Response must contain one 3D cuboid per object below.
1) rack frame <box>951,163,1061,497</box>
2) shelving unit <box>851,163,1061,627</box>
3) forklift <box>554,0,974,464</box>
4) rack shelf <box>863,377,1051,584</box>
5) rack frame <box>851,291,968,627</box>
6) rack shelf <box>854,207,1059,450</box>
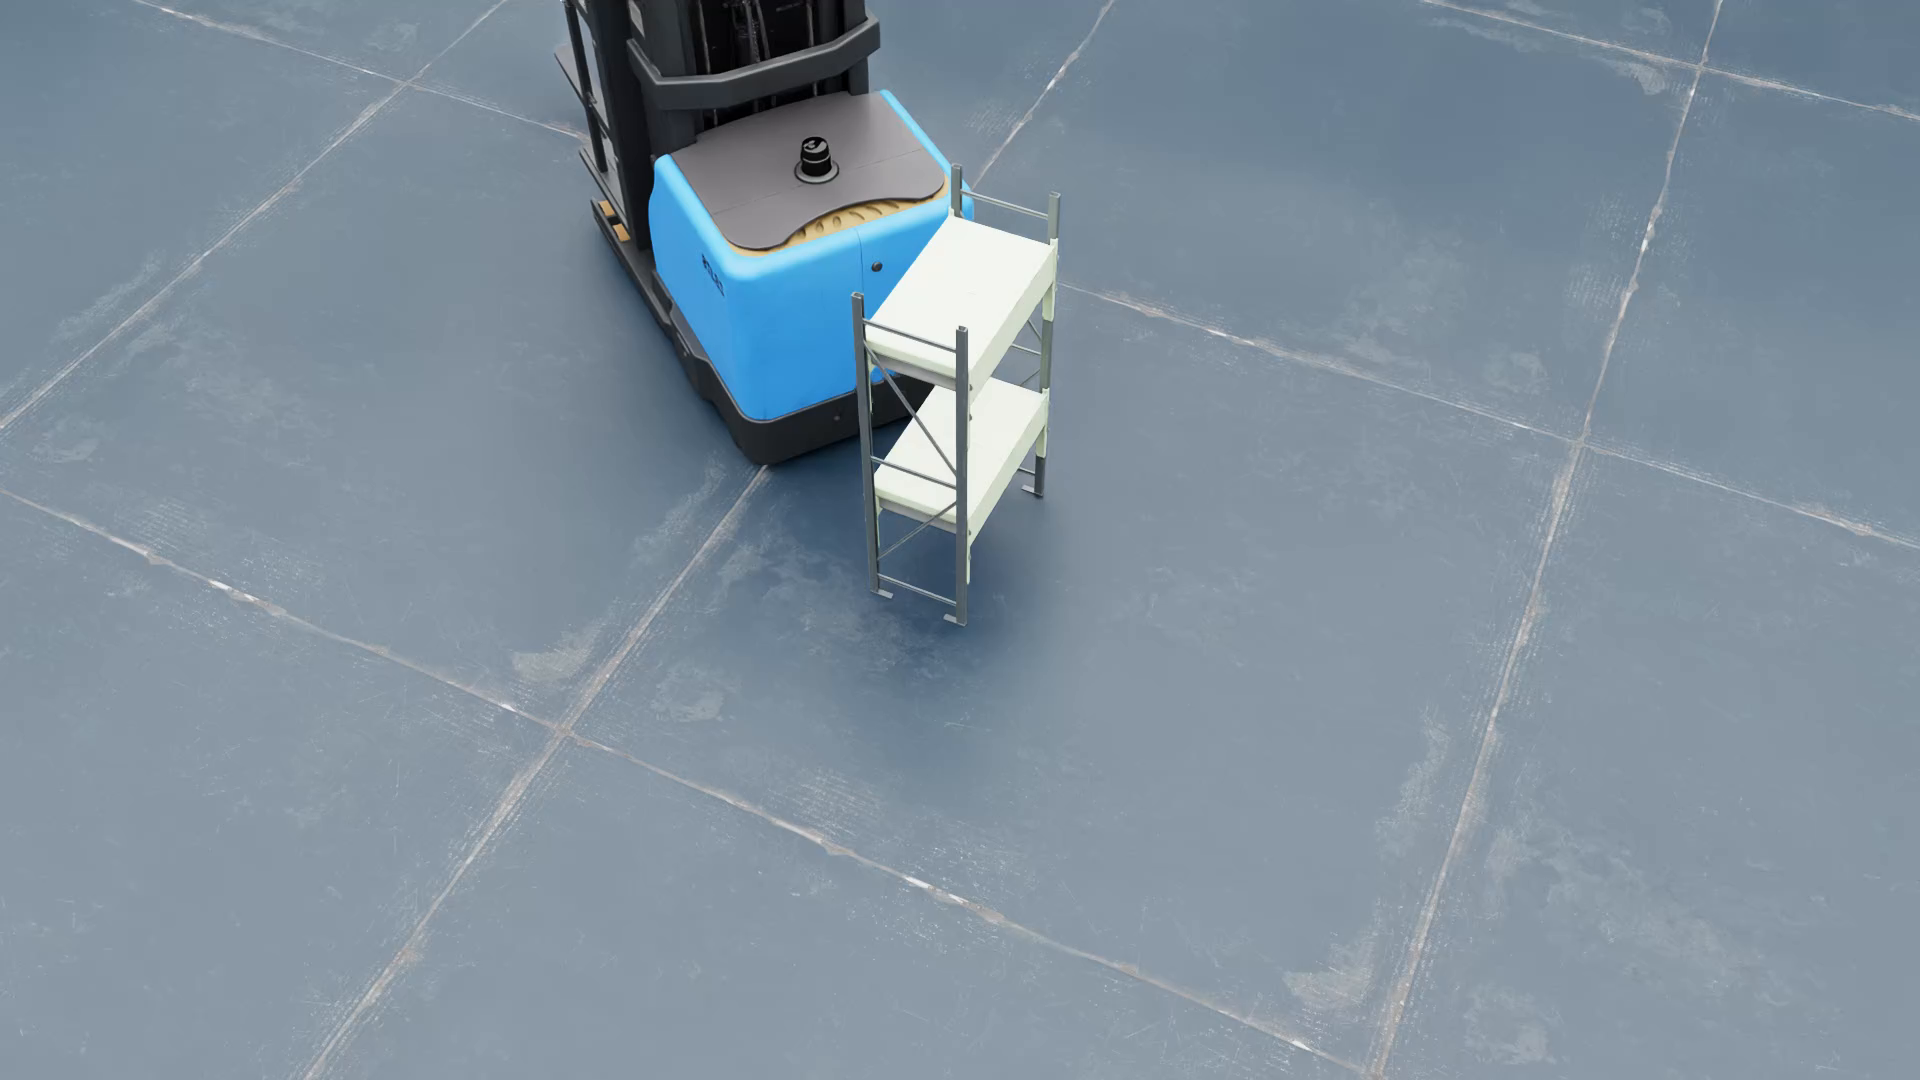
[{"bbox_3d":[0.154,-0.733,6.204,0.400,1.500,0.023,20,52,16],"label":"rack frame"},{"bbox_3d":[-0.003,-0.481,5.990,0.431,1.500,0.755,20,52,16],"label":"shelving unit"},{"bbox_3d":[-1.056,-2.389,6.673,1.130,2.935,3.031,-21,53,-17],"label":"forklift"},{"bbox_3d":[-0.003,-0.270,6.238,0.431,0.370,0.720,20,52,16],"label":"rack shelf"},{"bbox_3d":[-0.159,-0.229,5.776,0.400,1.500,0.023,20,52,16],"label":"rack frame"},{"bbox_3d":[-0.003,-0.734,5.693,0.431,0.370,0.720,20,52,16],"label":"rack shelf"}]
